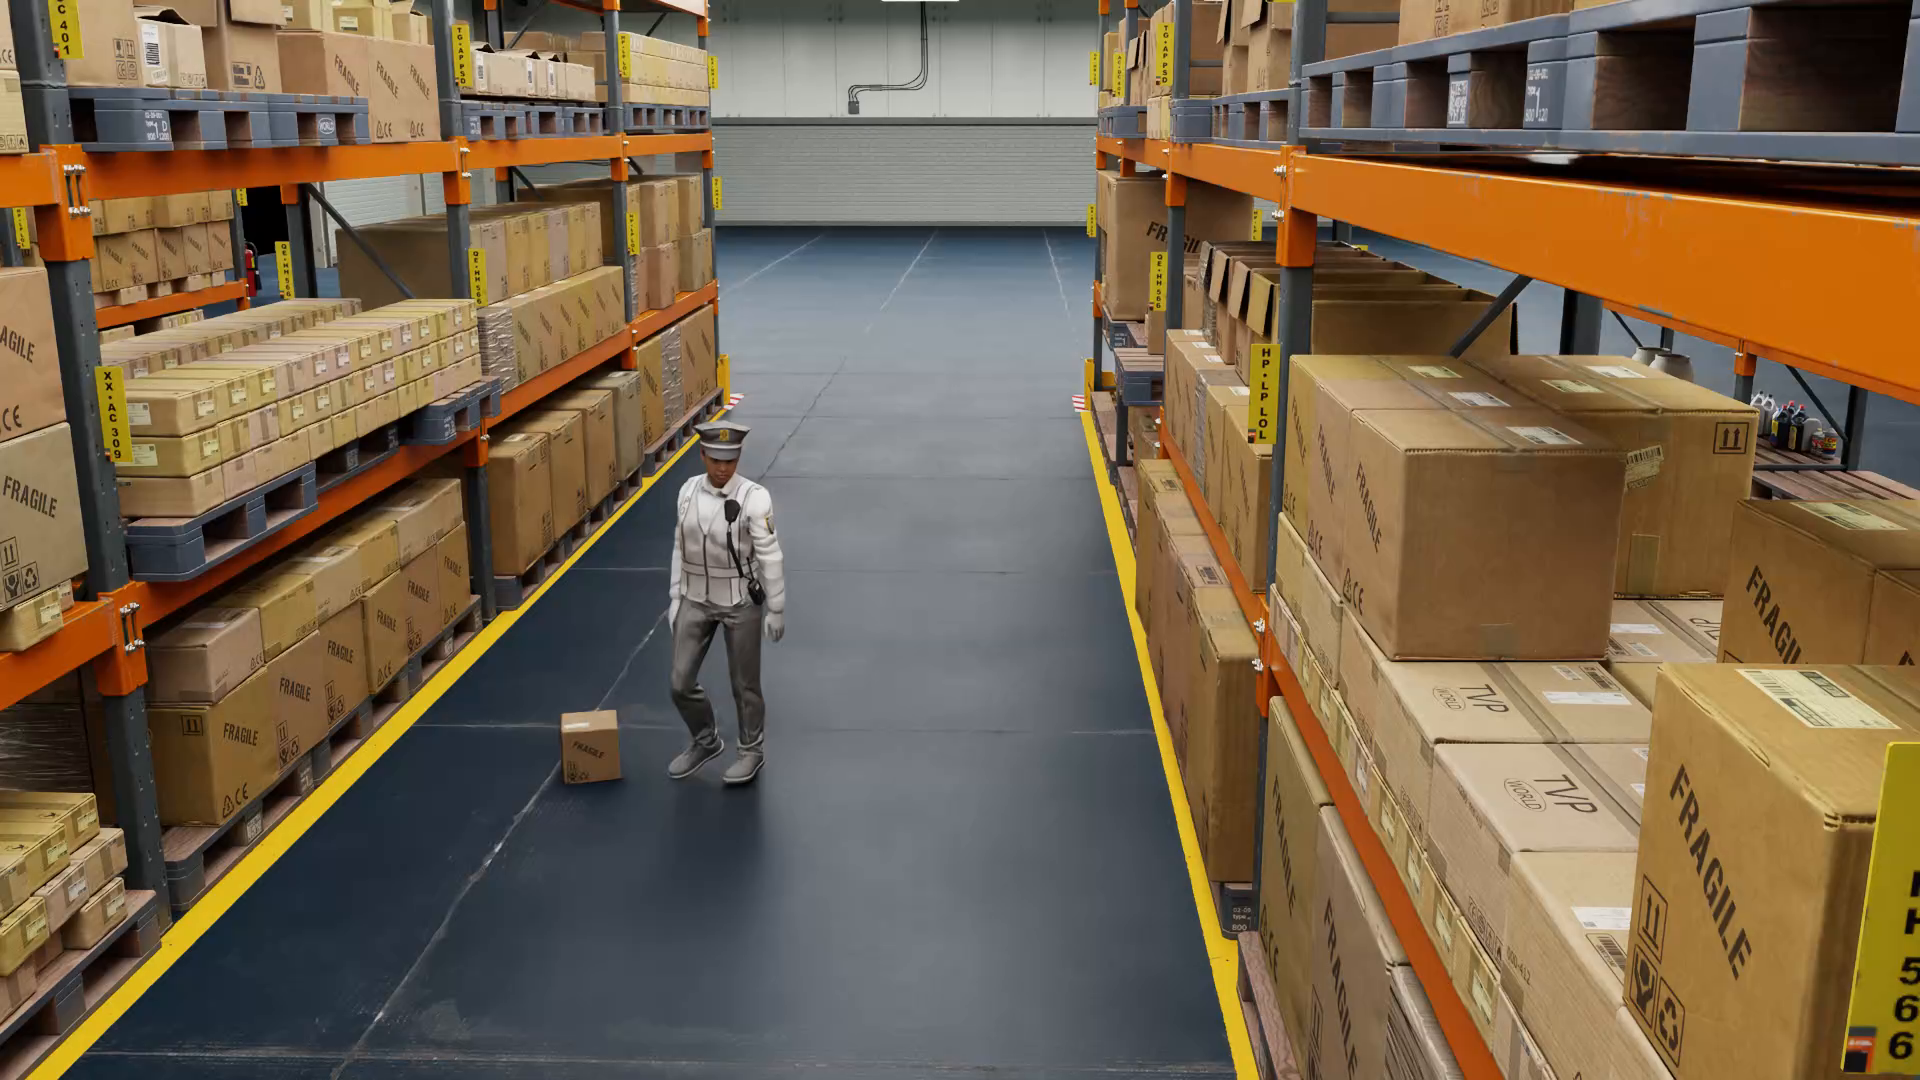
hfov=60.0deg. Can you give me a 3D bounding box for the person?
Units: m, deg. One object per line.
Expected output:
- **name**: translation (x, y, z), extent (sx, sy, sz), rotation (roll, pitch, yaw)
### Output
- **person**: translation (-1.038, 0.285, 7.308), extent (0.599, 1.665, 0.434), rotation (5, 15, 18)
